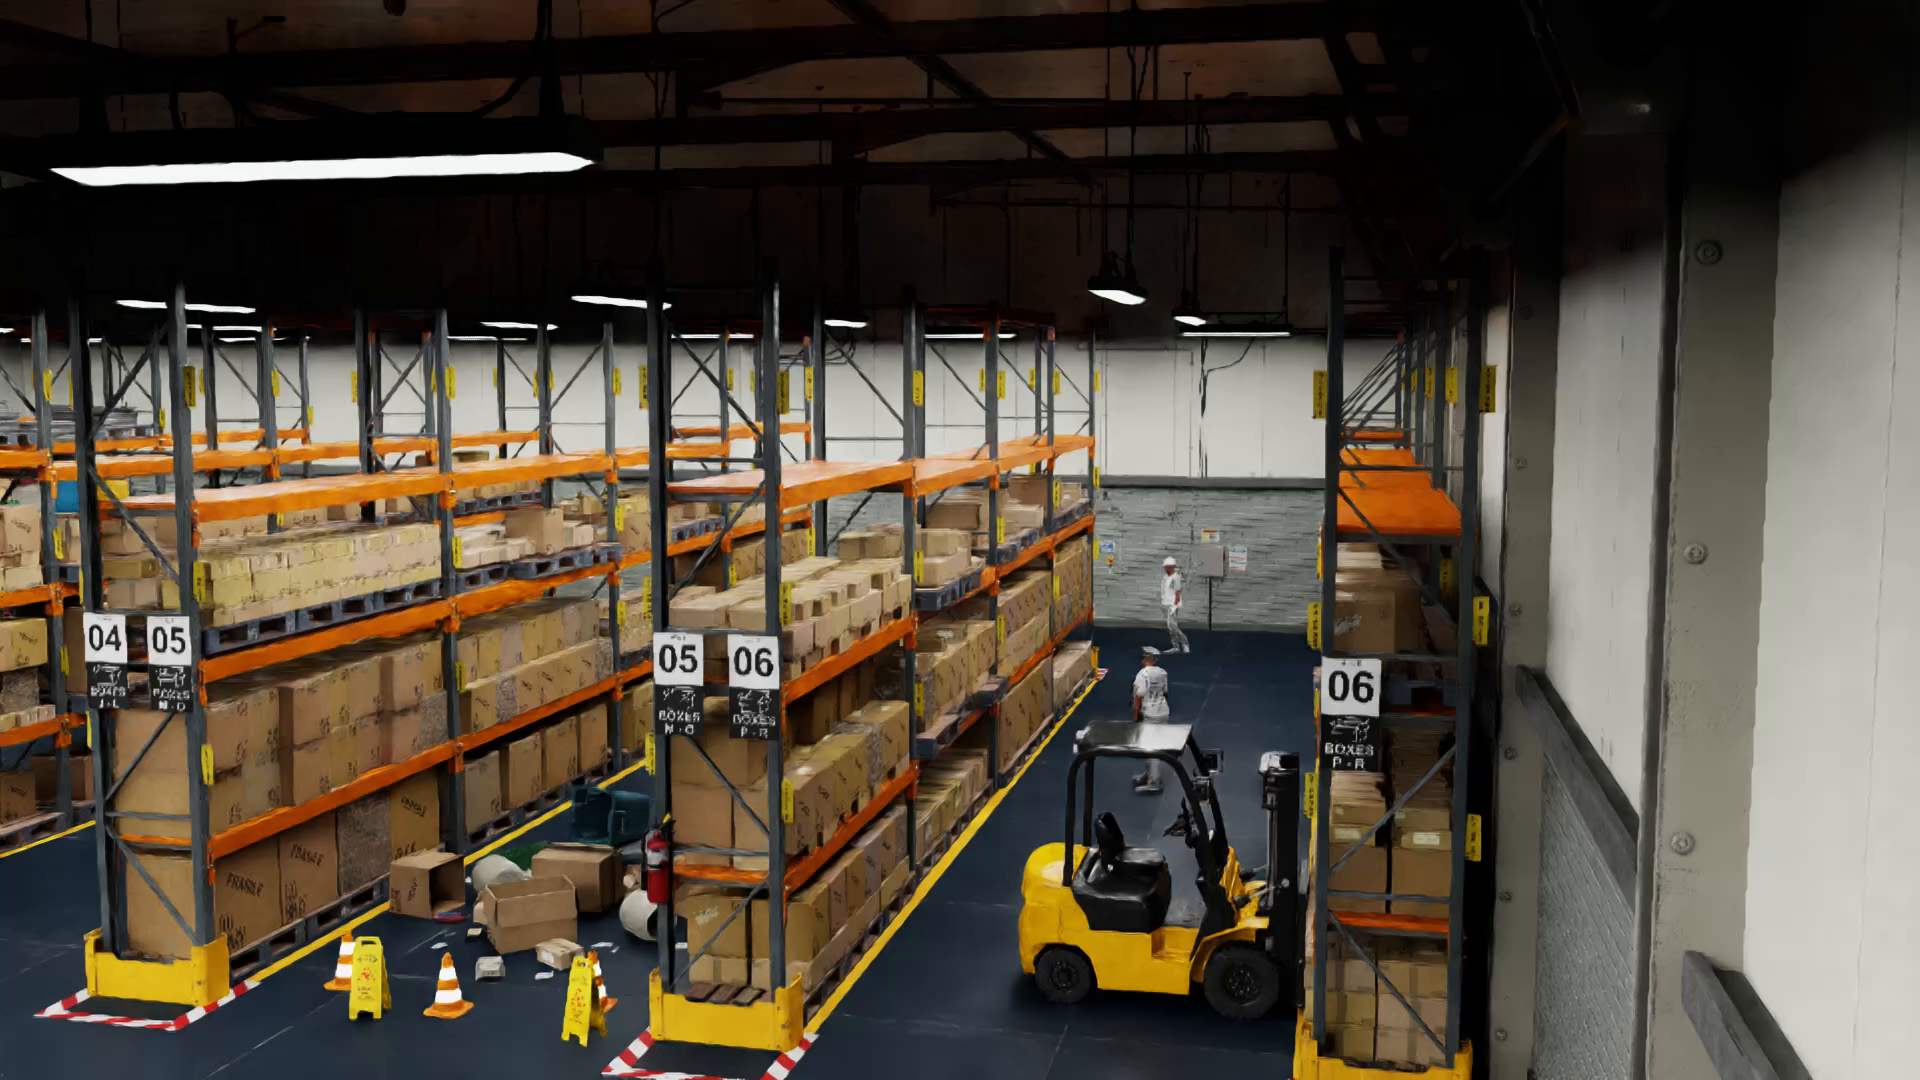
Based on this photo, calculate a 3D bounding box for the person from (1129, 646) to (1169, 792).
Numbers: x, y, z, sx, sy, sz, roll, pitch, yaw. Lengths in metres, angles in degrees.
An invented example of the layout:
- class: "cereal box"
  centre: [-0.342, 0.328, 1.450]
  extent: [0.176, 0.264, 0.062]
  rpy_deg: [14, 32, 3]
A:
- class: "person"
  centre: [2.329, 2.195, 20.643]
  extent: [0.586, 1.748, 0.653]
  rpy_deg: [5, 8, 41]

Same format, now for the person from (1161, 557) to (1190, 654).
- class: "person"
  centre: [3.922, 1.203, 30.336]
  extent: [0.456, 1.777, 0.697]
  rpy_deg: [-2, 6, -16]
